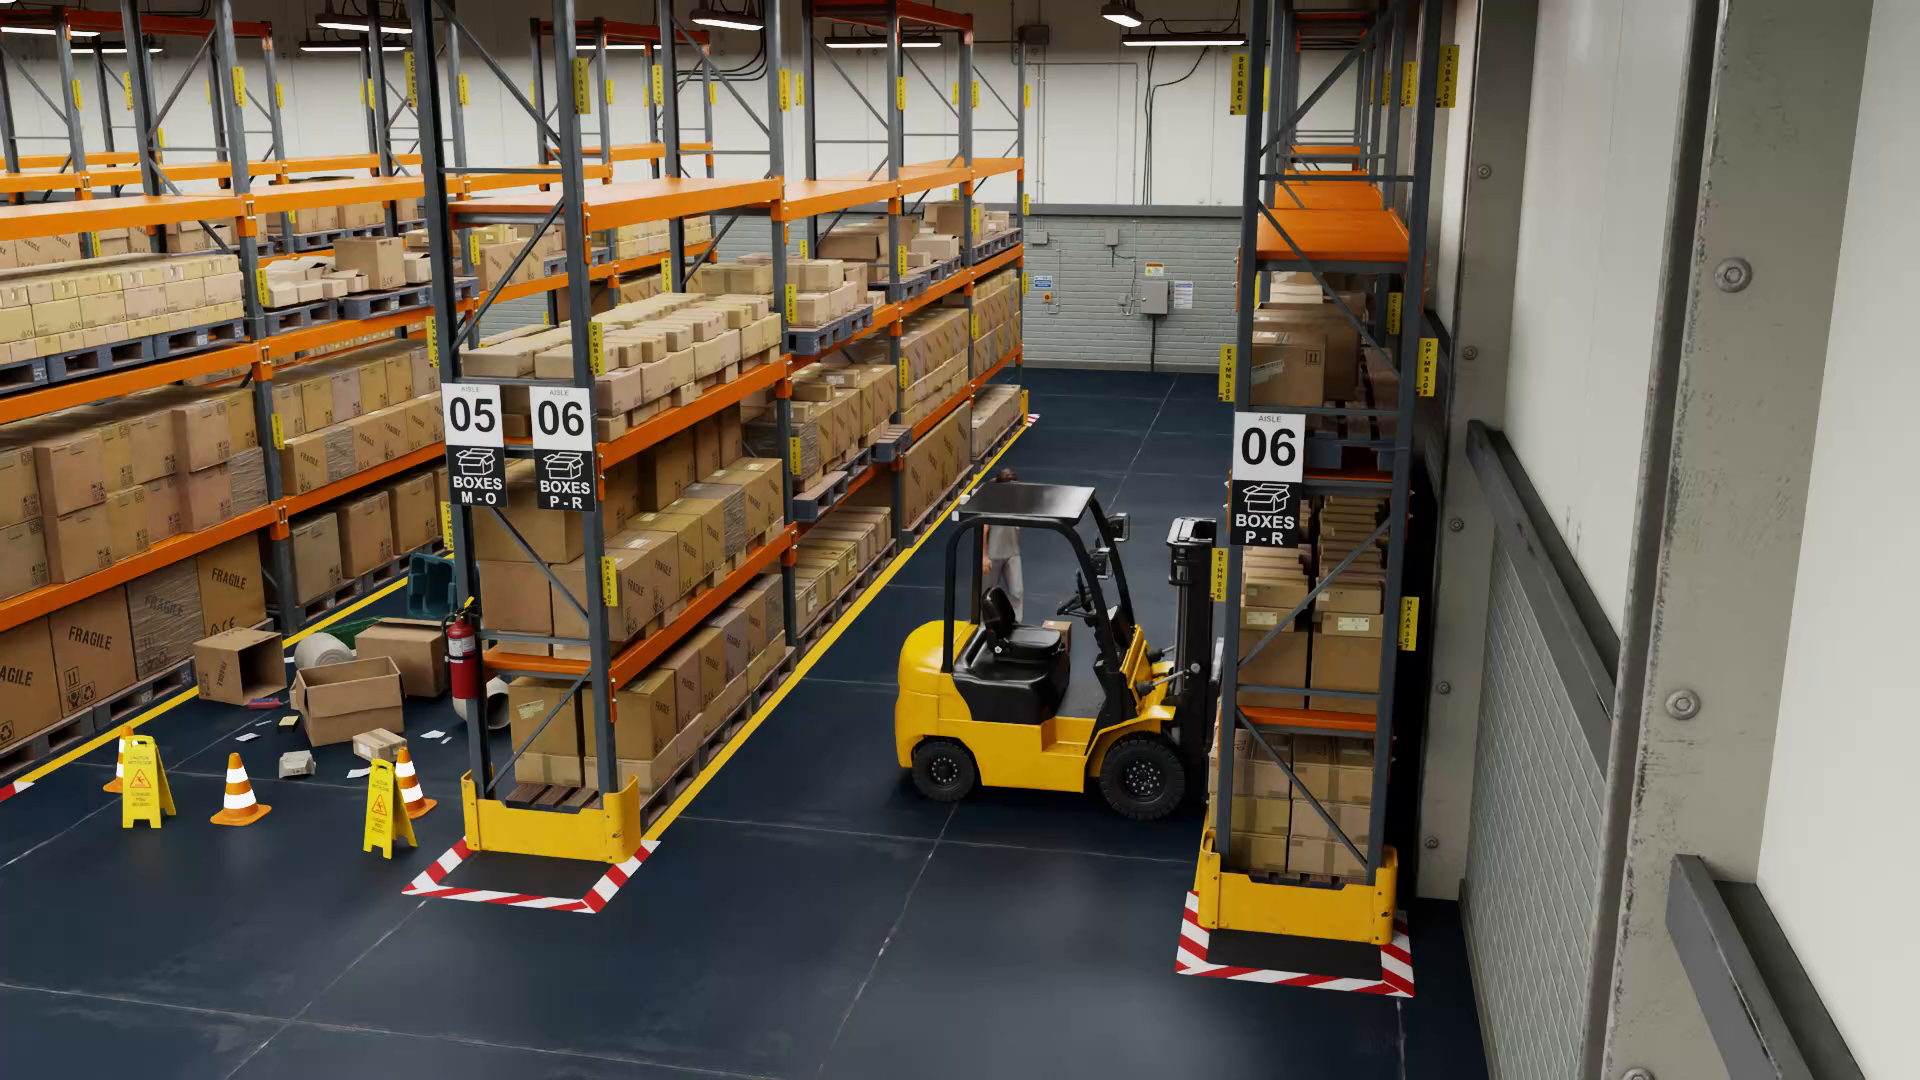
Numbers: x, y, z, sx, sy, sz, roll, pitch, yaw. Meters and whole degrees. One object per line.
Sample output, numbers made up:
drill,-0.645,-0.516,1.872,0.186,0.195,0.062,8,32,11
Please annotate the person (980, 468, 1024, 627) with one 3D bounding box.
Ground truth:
person,0.360,0.149,15.434,0.483,1.652,0.830,-8,17,-27
